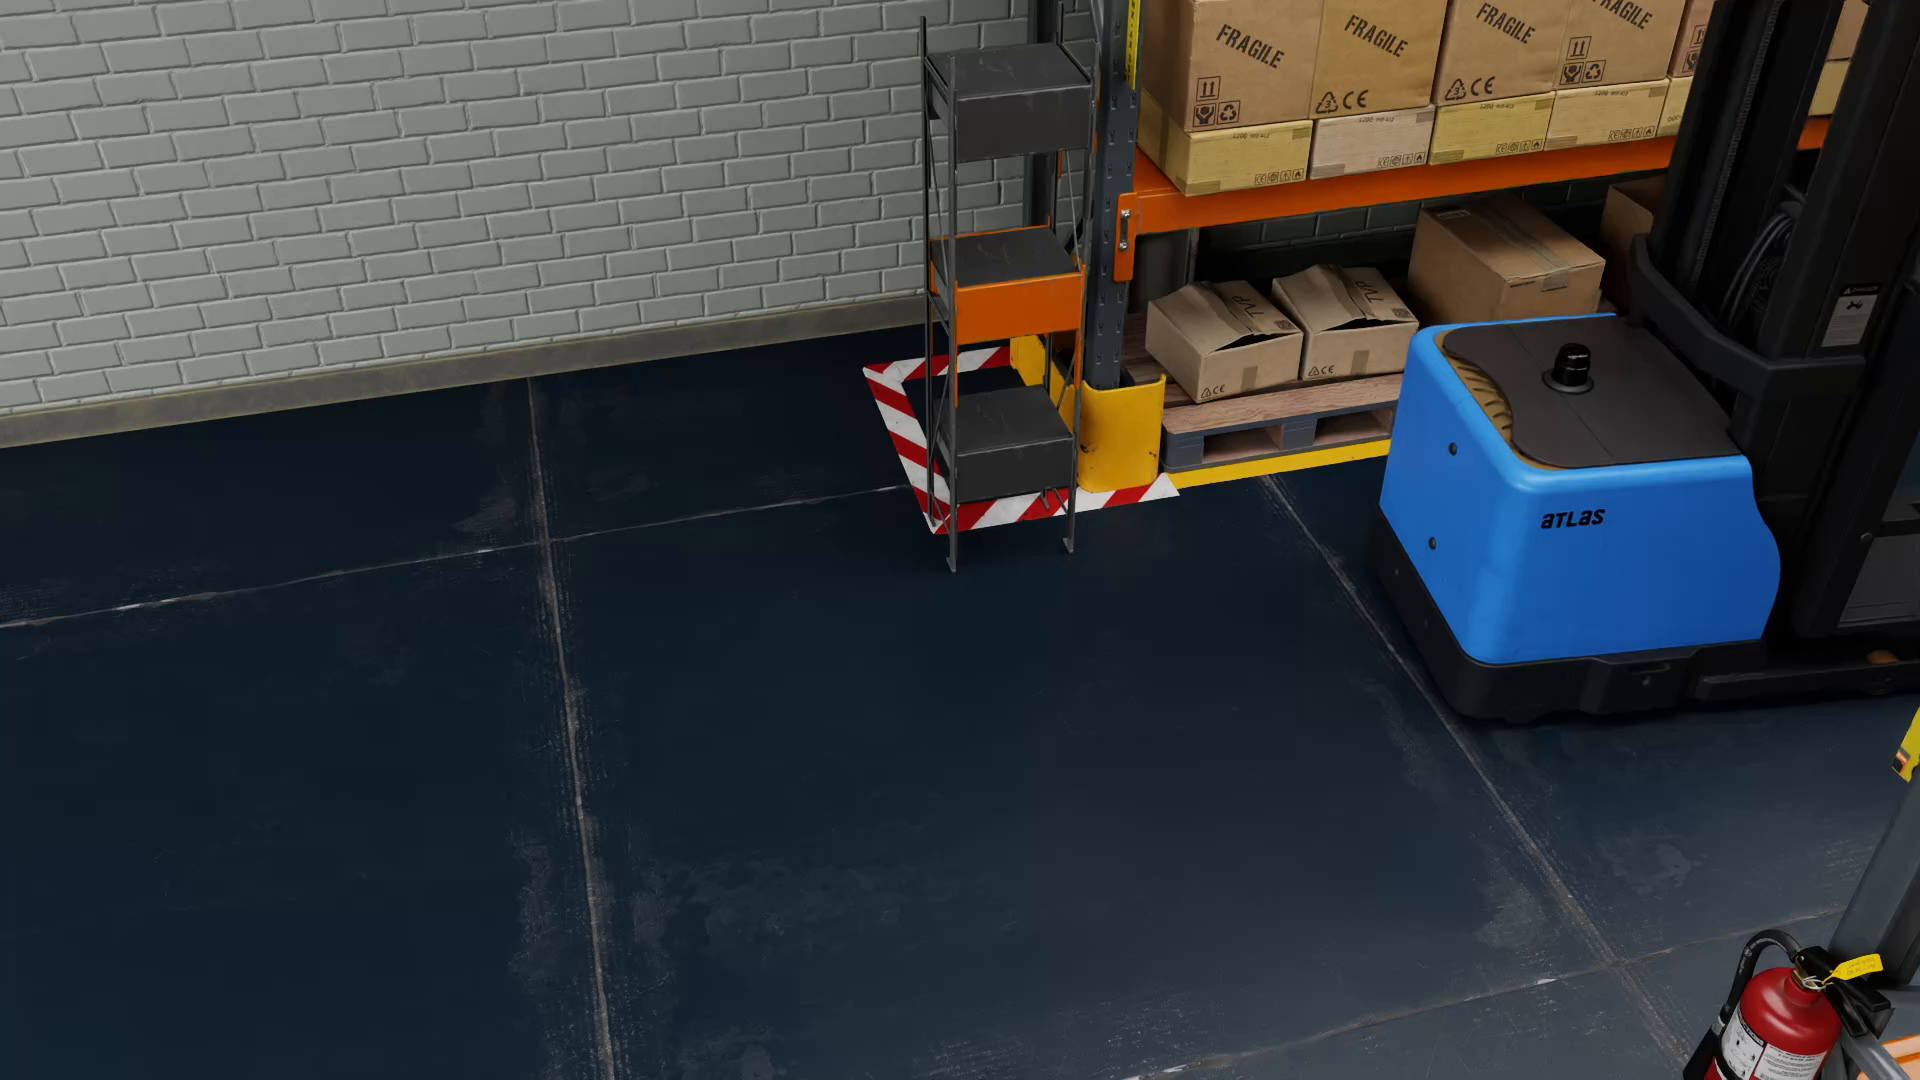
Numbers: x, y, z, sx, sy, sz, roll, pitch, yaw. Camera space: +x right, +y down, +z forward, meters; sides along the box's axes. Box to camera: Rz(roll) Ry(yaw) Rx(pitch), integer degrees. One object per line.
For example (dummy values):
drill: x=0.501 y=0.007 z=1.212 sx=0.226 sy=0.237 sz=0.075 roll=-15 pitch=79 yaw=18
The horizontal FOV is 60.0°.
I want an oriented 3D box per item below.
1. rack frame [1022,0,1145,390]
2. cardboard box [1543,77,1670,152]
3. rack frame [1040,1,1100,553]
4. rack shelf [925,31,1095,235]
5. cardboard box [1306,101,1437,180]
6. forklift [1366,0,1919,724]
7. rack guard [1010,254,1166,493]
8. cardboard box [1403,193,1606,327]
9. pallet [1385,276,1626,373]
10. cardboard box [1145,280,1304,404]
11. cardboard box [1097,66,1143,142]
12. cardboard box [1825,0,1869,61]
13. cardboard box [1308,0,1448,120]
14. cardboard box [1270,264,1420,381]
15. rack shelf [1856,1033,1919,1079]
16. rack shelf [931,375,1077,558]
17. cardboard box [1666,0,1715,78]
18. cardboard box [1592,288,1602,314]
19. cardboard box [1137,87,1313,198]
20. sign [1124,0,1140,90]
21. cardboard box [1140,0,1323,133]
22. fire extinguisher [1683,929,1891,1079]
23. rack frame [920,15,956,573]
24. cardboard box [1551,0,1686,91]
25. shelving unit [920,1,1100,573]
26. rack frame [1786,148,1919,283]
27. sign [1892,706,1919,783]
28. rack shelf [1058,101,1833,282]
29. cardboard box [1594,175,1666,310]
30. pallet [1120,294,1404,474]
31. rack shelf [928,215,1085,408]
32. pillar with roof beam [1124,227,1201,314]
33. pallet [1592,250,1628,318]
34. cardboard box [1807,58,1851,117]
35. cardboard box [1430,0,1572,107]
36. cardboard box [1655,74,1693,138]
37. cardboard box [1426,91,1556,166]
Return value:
rack frame: x=0.465 y=-1.738 z=6.554 sx=0.127 sy=3.000 sz=1.000 roll=-9 pitch=38 yaw=-12
cardboard box: x=2.499 y=-1.824 z=6.773 sx=0.500 sy=0.250 sz=0.500 roll=-9 pitch=38 yaw=-12
rack frame: x=0.395 y=-0.899 z=6.197 sx=0.015 sy=2.100 sz=0.400 roll=-9 pitch=38 yaw=-12
rack shelf: x=0.160 y=-1.405 z=5.729 sx=0.480 sy=0.518 sz=0.431 roll=-9 pitch=38 yaw=-12
cardboard box: x=1.517 y=-1.668 z=6.569 sx=0.500 sy=0.250 sz=0.500 roll=-10 pitch=39 yaw=-13
forklift: x=3.163 y=-0.919 z=5.539 sx=3.031 sy=2.935 sz=1.130 roll=-5 pitch=38 yaw=-6
rack guard: x=0.538 y=-0.758 z=7.329 sx=0.348 sy=0.500 sz=1.175 roll=-9 pitch=38 yaw=-12
cardboard box: x=2.428 y=-1.154 z=7.485 sx=0.500 sy=0.500 sz=0.700 roll=-12 pitch=39 yaw=-15
pallet: x=2.508 y=-0.942 z=7.808 sx=1.213 sy=0.211 sz=1.003 roll=-9 pitch=38 yaw=-12
cardboard box: x=1.157 y=-0.902 z=7.311 sx=0.500 sy=0.311 sz=0.500 roll=-14 pitch=39 yaw=-17
cardboard box: x=0.866 y=-1.875 z=6.839 sx=0.500 sy=0.250 sz=0.500 roll=-9 pitch=38 yaw=-11
cardboard box: x=3.471 y=-2.280 z=6.751 sx=0.500 sy=0.500 sz=0.500 roll=-10 pitch=38 yaw=-12
cardboard box: x=1.484 y=-1.956 z=6.328 sx=0.500 sy=0.500 sz=0.500 roll=-9 pitch=38 yaw=-12
cardboard box: x=1.707 y=-0.992 z=7.429 sx=0.500 sy=0.311 sz=0.500 roll=-6 pitch=38 yaw=-8
rack shelf: x=3.691 y=1.136 z=3.389 sx=4.000 sy=0.370 sz=1.077 roll=-9 pitch=38 yaw=-12
rack shelf: x=0.160 y=-0.293 z=6.580 sx=0.480 sy=0.518 sz=0.431 roll=-9 pitch=38 yaw=-12
cardboard box: x=2.982 y=-2.206 z=6.655 sx=0.500 sy=0.500 sz=0.500 roll=-10 pitch=39 yaw=-13
cardboard box: x=2.777 y=-1.173 z=7.799 sx=0.250 sy=0.149 sz=0.380 roll=-12 pitch=39 yaw=-16
cardboard box: x=1.019 y=-1.578 z=6.451 sx=0.500 sy=0.250 sz=0.500 roll=-10 pitch=39 yaw=-13
sign: x=0.607 y=-1.764 z=5.875 sx=0.005 sy=0.325 sz=0.100 roll=-9 pitch=38 yaw=-12
cardboard box: x=1.004 y=-1.884 z=6.234 sx=0.500 sy=0.500 sz=0.500 roll=-9 pitch=38 yaw=-12
fire extinguisher: x=1.525 y=0.944 z=3.111 sx=0.183 sy=0.674 sz=0.296 roll=-9 pitch=38 yaw=-12
rack frame: x=-0.076 y=-0.821 z=6.095 sx=0.015 sy=2.100 sz=0.400 roll=-9 pitch=38 yaw=-12
cardboard box: x=2.480 y=-2.123 z=6.547 sx=0.500 sy=0.500 sz=0.500 roll=-8 pitch=38 yaw=-11
shelving unit: x=0.160 y=-0.860 z=6.146 sx=0.503 sy=2.100 sz=0.431 roll=-9 pitch=38 yaw=-12
rack frame: x=4.327 y=-2.372 z=7.382 sx=0.127 sy=3.000 sz=1.000 roll=-9 pitch=38 yaw=-12
sign: x=1.632 y=0.292 z=2.751 sx=0.005 sy=0.325 sz=0.100 roll=-9 pitch=38 yaw=-12
rack shelf: x=2.396 y=-1.769 z=7.186 sx=4.000 sy=0.370 sz=1.077 roll=-9 pitch=38 yaw=-12
cardboard box: x=3.335 y=-1.366 z=7.762 sx=0.500 sy=0.500 sz=0.500 roll=-12 pitch=39 yaw=-15
pallet: x=1.332 y=-0.751 z=7.558 sx=1.213 sy=0.211 sz=1.003 roll=-9 pitch=38 yaw=-12
rack shelf: x=0.160 y=-0.849 z=6.154 sx=0.480 sy=0.518 sz=0.431 roll=-9 pitch=38 yaw=-12
pillar with roof beam: x=2.038 y=-2.214 z=2.238 sx=0.400 sy=9.000 sz=9.100 roll=-9 pitch=38 yaw=-12
pallet: x=3.688 y=-1.137 z=8.063 sx=1.213 sy=0.211 sz=1.003 roll=-9 pitch=38 yaw=-12
cardboard box: x=3.465 y=-1.993 z=6.994 sx=0.500 sy=0.250 sz=0.500 roll=-9 pitch=38 yaw=-12
cardboard box: x=1.985 y=-2.035 z=6.431 sx=0.500 sy=0.500 sz=0.500 roll=-11 pitch=39 yaw=-13
cardboard box: x=2.984 y=-1.905 z=6.878 sx=0.500 sy=0.250 sz=0.500 roll=-10 pitch=38 yaw=-12
cardboard box: x=2.010 y=-1.746 z=6.670 sx=0.500 sy=0.250 sz=0.500 roll=-10 pitch=39 yaw=-13
